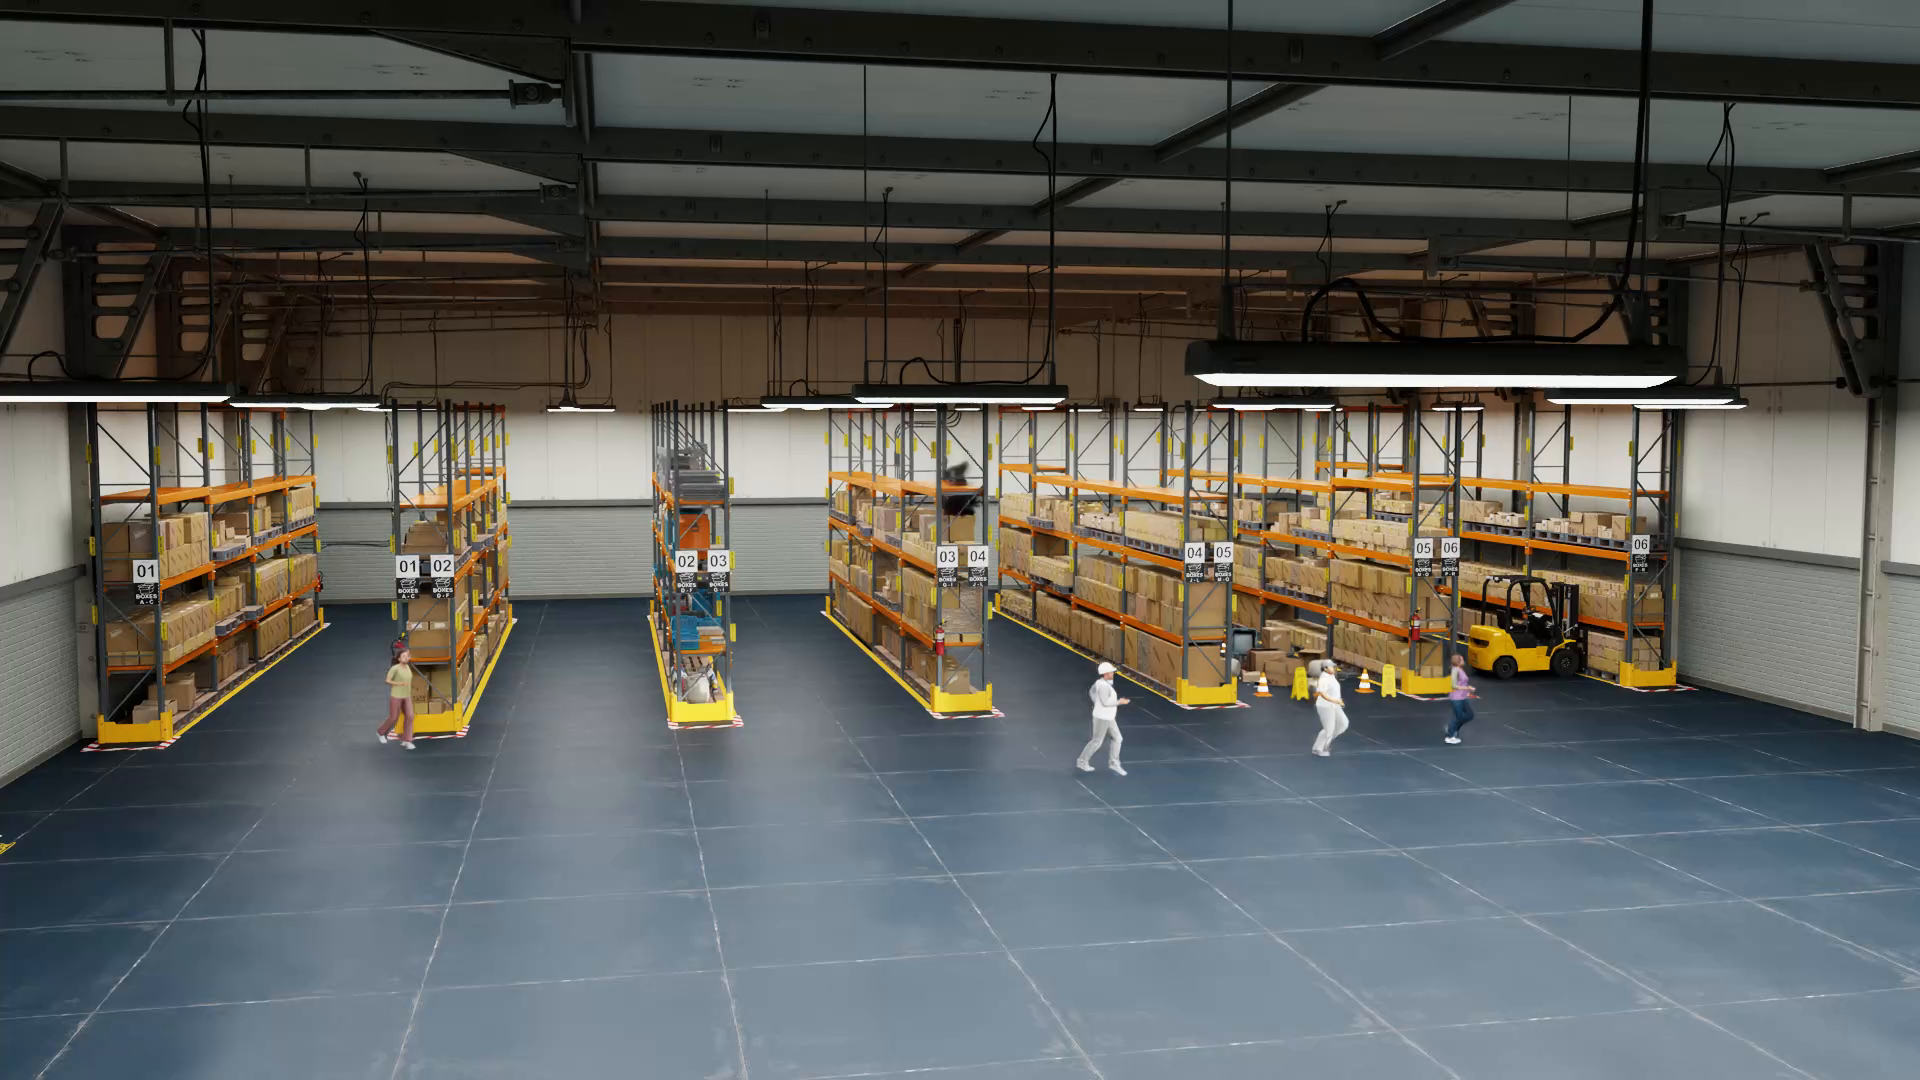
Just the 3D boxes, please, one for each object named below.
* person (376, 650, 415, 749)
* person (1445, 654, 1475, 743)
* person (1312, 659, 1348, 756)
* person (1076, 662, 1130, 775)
[{"bbox_3d":[-9.661,2.729,28.681,0.886,1.683,0.588,3,5,32],"label":"person"},{"bbox_3d":[8.702,2.755,28.855,0.555,1.559,0.521,3,5,35],"label":"person"},{"bbox_3d":[6.214,2.805,27.933,0.570,1.627,0.618,2,5,28],"label":"person"},{"bbox_3d":[2.280,2.848,26.395,0.845,1.822,0.605,1,4,13],"label":"person"}]
